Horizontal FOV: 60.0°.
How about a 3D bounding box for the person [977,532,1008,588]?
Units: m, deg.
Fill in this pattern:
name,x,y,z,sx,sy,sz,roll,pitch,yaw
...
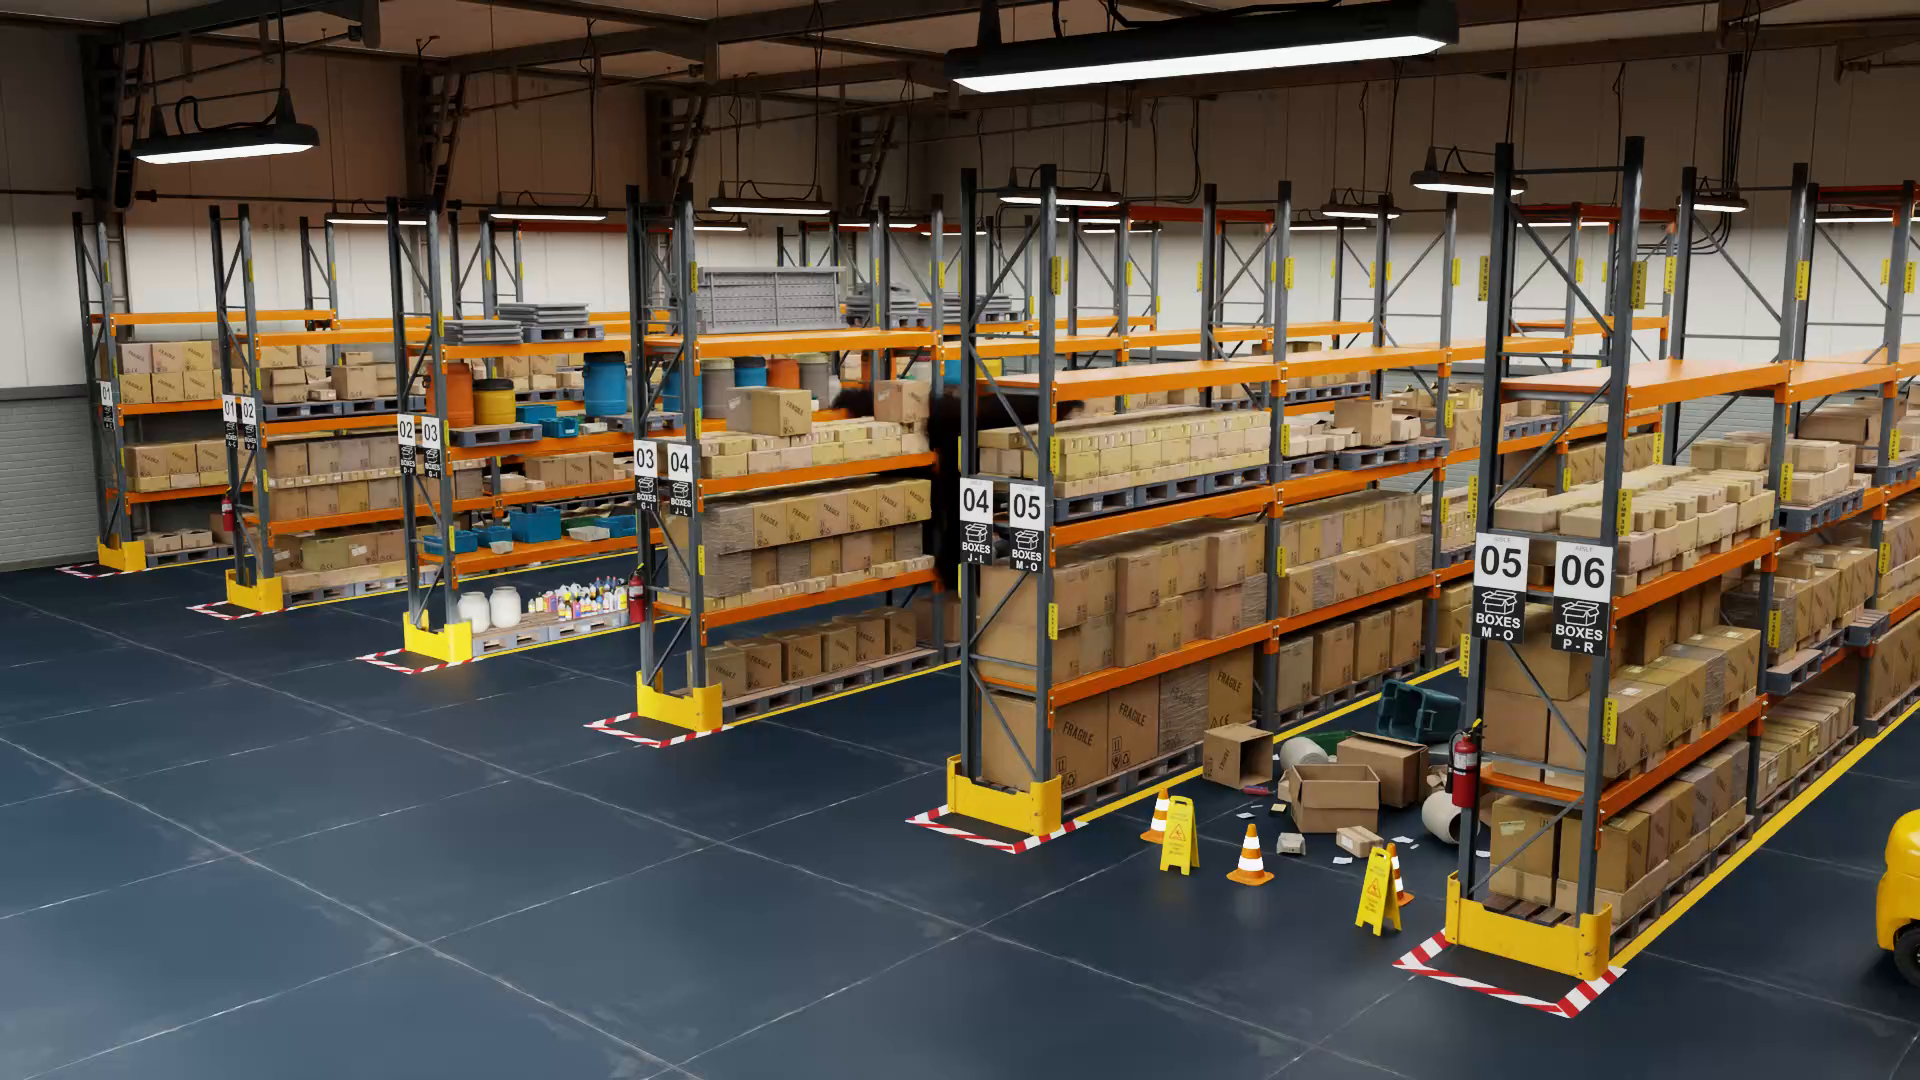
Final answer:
name,x,y,z,sx,sy,sz,roll,pitch,yaw
person,0.414,0.644,20.532,0.398,1.802,0.541,3,10,20
